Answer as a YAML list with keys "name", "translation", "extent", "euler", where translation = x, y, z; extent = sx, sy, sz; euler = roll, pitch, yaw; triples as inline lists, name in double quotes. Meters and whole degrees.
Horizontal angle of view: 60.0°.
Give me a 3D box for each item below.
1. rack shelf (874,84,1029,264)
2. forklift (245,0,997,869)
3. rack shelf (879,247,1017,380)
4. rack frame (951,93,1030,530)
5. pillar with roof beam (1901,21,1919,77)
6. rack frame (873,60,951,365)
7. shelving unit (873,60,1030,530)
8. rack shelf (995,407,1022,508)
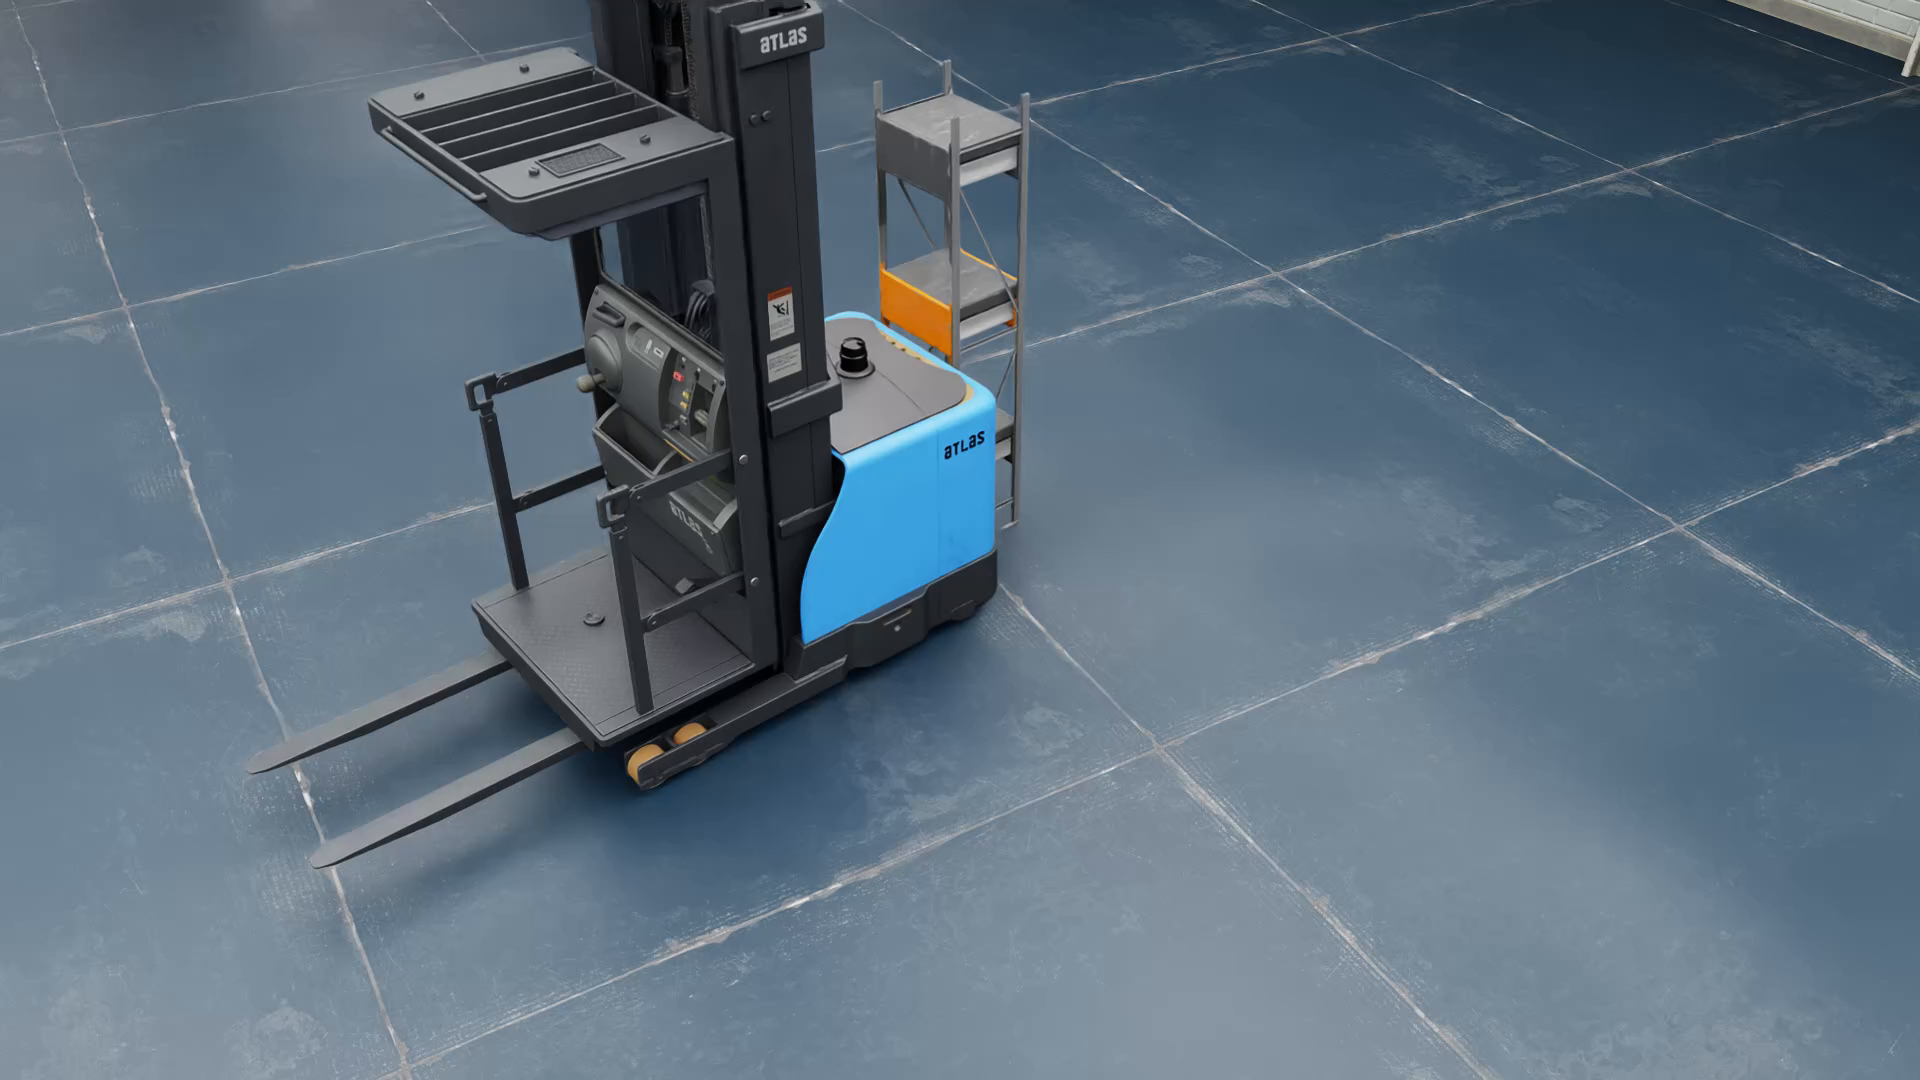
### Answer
- name: "rack shelf"
  translation: [-0.037, -1.521, 6.888]
  extent: [0.431, 0.518, 0.480]
  euler: [-27, 44, -31]
- name: "forklift"
  translation: [-1.297, -0.576, 6.054]
  extent: [3.031, 2.935, 1.130]
  euler: [-26, 43, -31]
- name: "rack shelf"
  translation: [-0.036, -0.955, 7.301]
  extent: [0.431, 0.518, 0.480]
  euler: [-27, 44, -31]
- name: "rack frame"
  translation: [0.121, -0.857, 7.142]
  extent: [0.400, 2.100, 0.015]
  euler: [-27, 44, -31]
- name: "pillar with roof beam"
  translation: [3.620, -5.821, 8.091]
  extent: [9.100, 9.000, 0.400]
  euler: [-19, 40, -24]
- name: "rack frame"
  translation: [-0.194, -1.076, 7.443]
  extent: [0.400, 2.100, 0.015]
  euler: [-27, 44, -31]
- name: "shelving unit"
  translation: [-0.036, -0.966, 7.293]
  extent: [0.431, 2.100, 0.503]
  euler: [-27, 44, -31]
- name: "rack shelf"
  translation: [-0.036, -0.390, 7.713]
  extent: [0.431, 0.518, 0.480]
  euler: [-27, 44, -31]
